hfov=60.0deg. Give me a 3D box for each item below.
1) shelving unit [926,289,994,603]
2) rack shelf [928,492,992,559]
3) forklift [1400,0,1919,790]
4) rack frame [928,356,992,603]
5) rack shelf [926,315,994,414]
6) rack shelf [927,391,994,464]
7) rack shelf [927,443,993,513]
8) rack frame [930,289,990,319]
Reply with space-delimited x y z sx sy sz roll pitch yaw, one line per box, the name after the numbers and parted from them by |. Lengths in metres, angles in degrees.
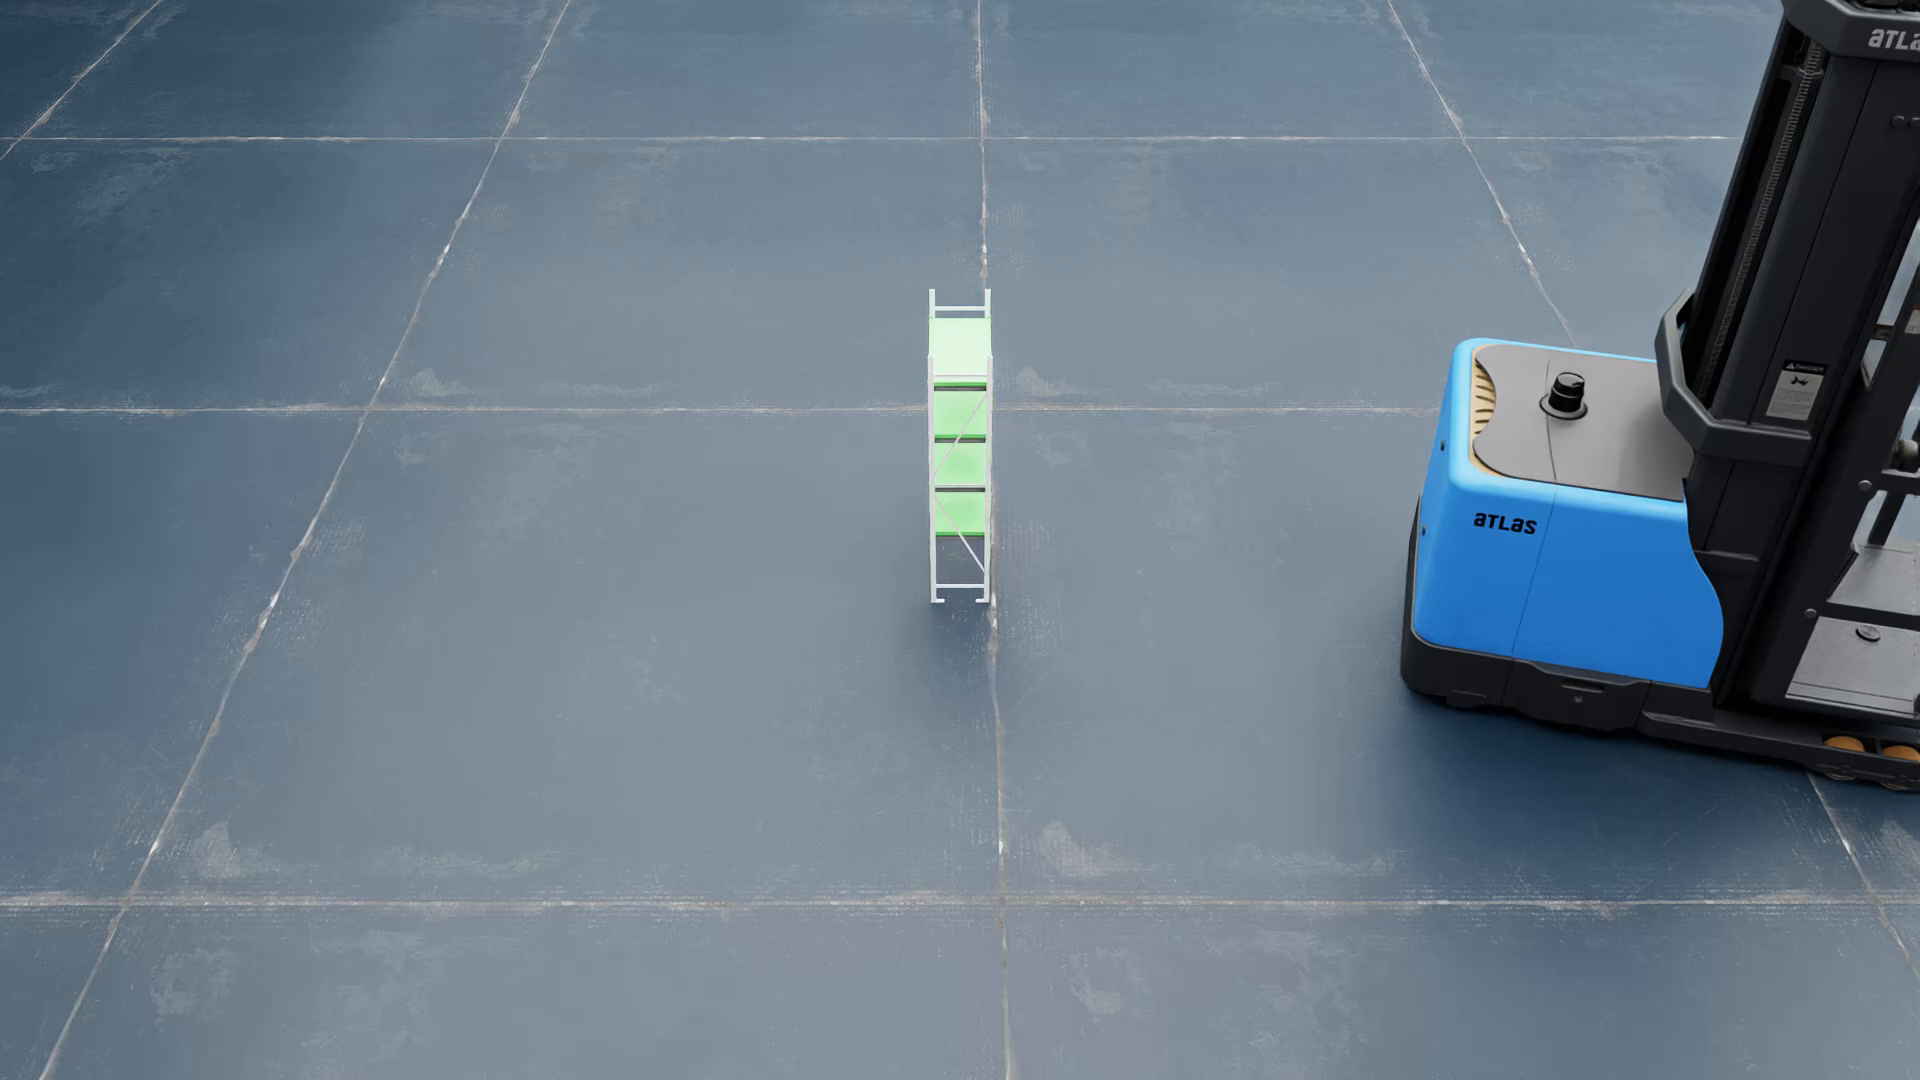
0.000 -0.365 6.746 0.258 1.200 0.503 0 39 0 | shelving unit
0.000 -0.128 6.936 0.258 0.148 0.480 0 39 0 | rack shelf
3.291 -0.596 5.649 3.031 2.935 1.130 9 40 11 | forklift
0.000 -0.212 6.555 0.240 1.200 0.015 0 39 0 | rack frame
0.000 -0.689 6.485 0.258 0.148 0.480 0 39 0 | rack shelf
0.000 -0.502 6.635 0.258 0.148 0.480 0 39 0 | rack shelf
0.000 -0.315 6.786 0.258 0.148 0.480 0 39 0 | rack shelf
0.000 -0.517 6.936 0.240 1.200 0.015 0 39 0 | rack frame
